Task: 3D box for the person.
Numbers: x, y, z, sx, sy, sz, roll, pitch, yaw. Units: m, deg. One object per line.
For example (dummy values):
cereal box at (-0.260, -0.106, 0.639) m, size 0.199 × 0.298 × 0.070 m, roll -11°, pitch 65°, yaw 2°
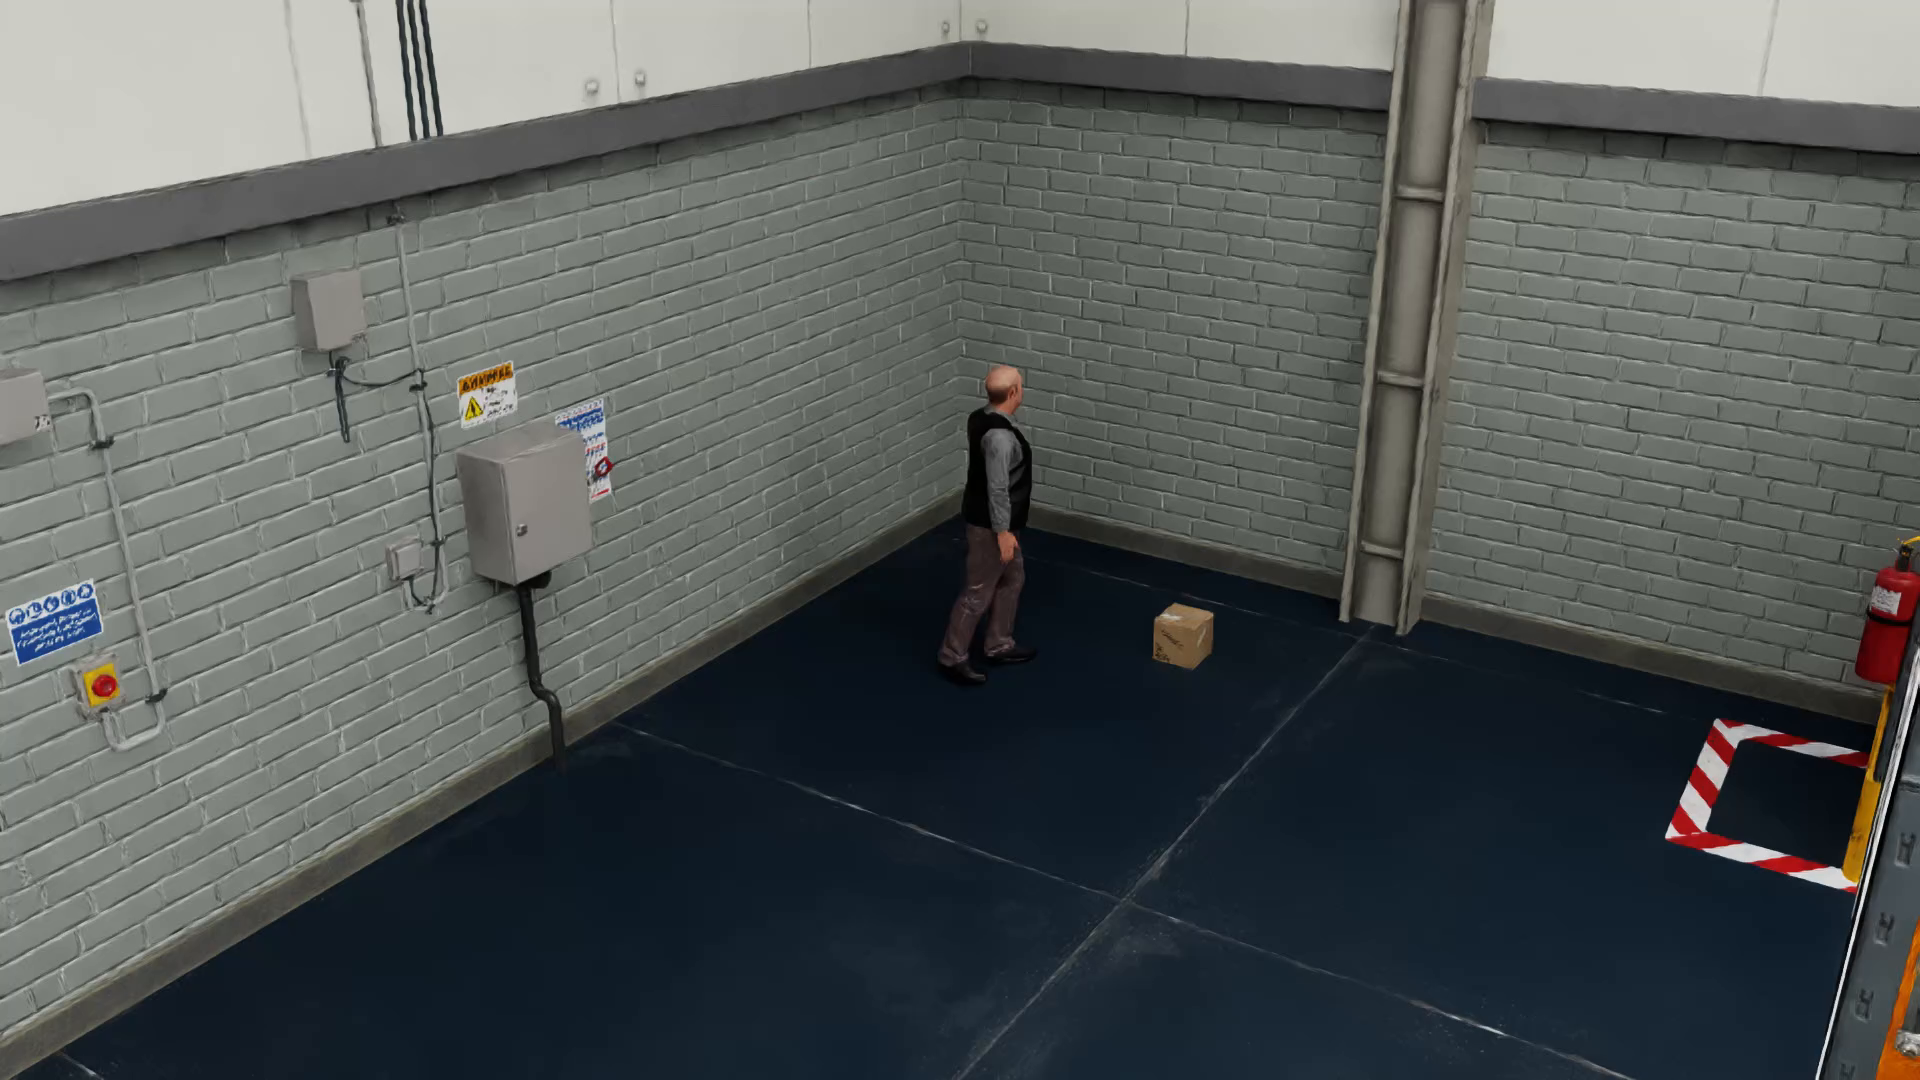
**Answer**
person at (0.158, -0.090, 8.846) m, size 0.568 × 1.714 × 0.554 m, roll -2°, pitch 23°, yaw -4°
